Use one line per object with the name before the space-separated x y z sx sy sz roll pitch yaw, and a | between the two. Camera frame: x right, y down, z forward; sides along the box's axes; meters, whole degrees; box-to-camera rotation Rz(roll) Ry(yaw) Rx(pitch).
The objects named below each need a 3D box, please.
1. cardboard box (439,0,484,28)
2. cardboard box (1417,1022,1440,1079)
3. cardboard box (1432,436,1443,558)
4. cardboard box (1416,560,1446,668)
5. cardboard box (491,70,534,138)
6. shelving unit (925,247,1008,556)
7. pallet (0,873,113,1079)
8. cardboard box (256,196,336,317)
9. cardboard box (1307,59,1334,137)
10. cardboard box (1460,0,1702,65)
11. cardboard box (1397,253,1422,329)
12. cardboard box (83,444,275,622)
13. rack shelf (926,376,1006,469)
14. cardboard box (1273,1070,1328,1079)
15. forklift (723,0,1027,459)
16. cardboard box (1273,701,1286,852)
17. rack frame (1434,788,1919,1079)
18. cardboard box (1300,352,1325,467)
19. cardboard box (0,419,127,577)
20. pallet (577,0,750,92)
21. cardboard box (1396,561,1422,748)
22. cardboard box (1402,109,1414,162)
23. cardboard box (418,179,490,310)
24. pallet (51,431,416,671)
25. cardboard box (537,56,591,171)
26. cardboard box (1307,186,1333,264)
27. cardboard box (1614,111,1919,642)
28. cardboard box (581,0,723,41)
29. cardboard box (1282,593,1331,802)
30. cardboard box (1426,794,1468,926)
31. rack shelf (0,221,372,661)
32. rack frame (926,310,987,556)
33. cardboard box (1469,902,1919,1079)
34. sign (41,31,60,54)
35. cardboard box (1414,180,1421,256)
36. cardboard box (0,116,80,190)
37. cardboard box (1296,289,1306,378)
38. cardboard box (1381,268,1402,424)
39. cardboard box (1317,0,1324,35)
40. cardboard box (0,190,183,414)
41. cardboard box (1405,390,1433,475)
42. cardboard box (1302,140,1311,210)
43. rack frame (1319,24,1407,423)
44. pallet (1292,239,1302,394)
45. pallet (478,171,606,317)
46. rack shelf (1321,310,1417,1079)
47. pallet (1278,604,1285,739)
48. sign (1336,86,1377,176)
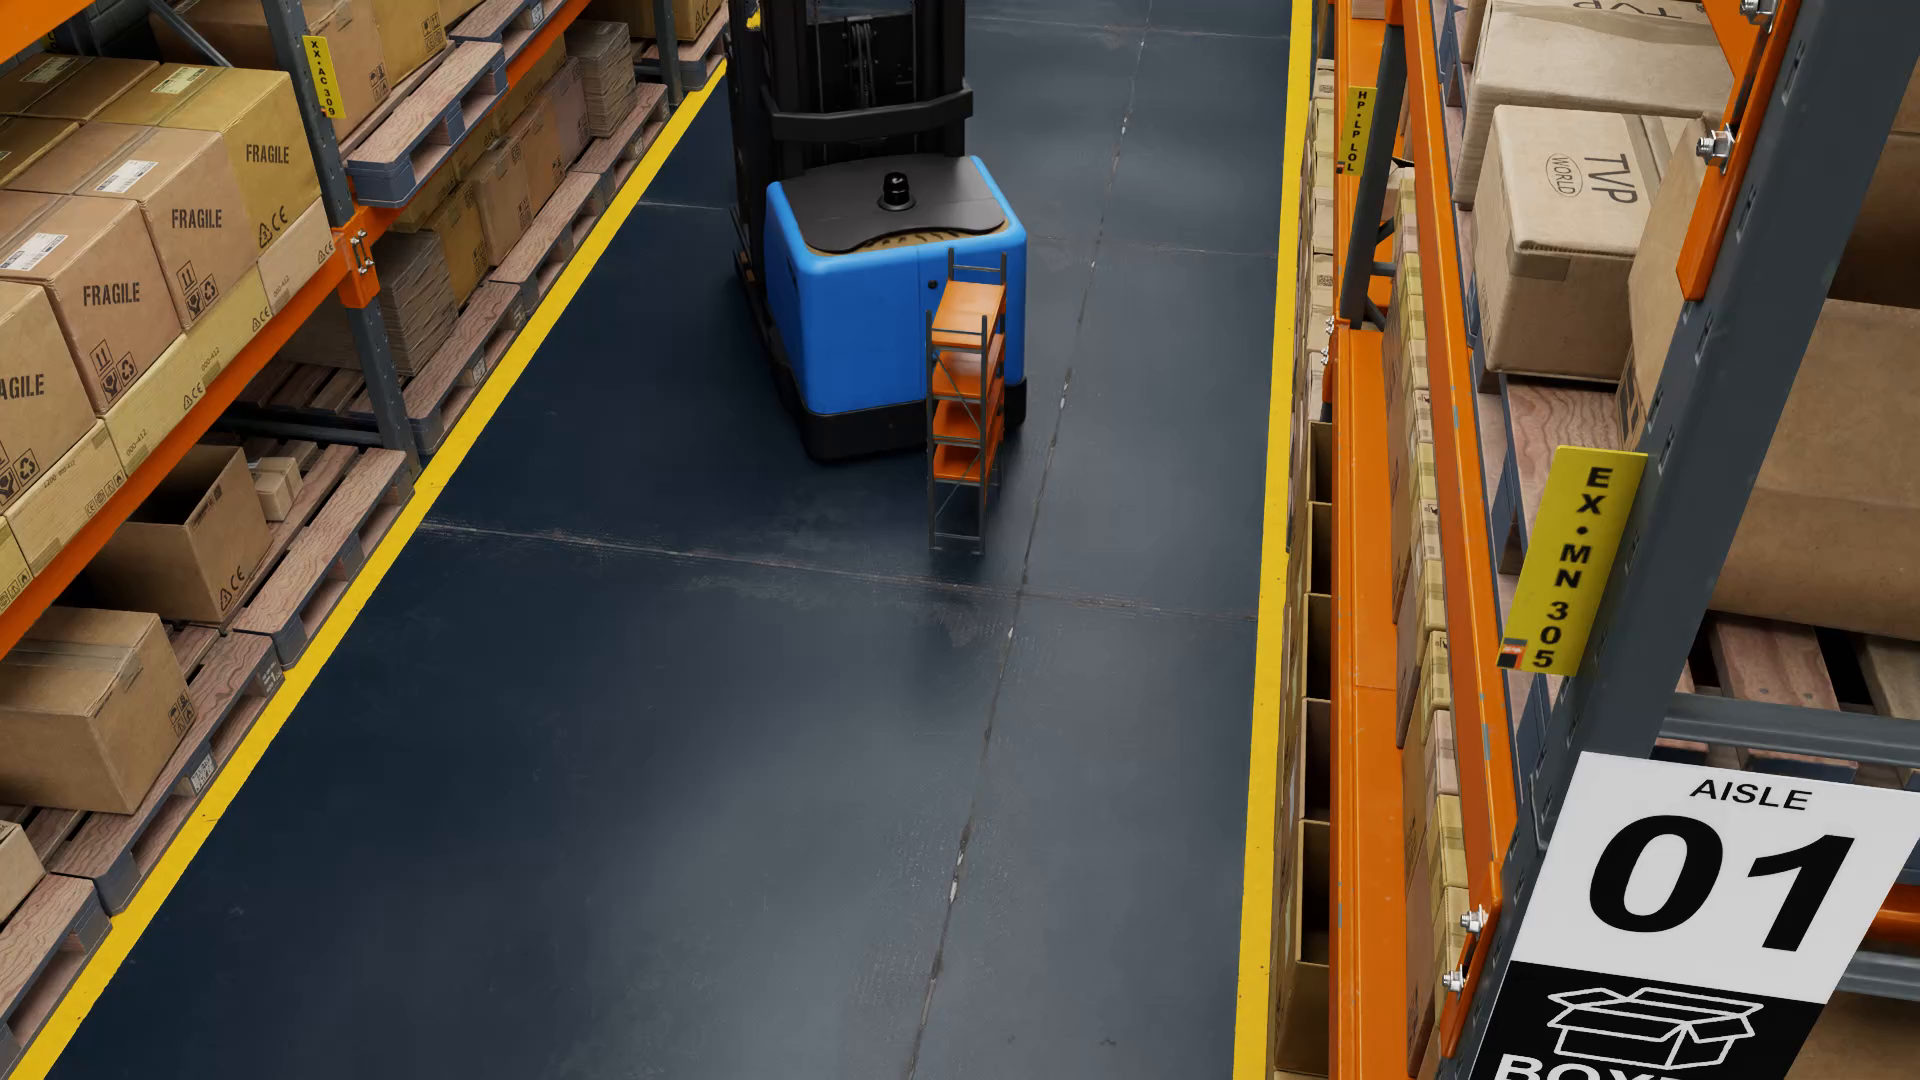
cardboard box | -2.660 -2.779 7.833 0.700 0.500 0.500 12 41 14
cardboard box | 1.313 1.236 3.323 0.700 0.500 0.500 6 40 8
cardboard box | 1.580 -0.259 4.113 0.700 0.500 0.500 6 40 8
cardboard box | 1.320 0.204 4.062 0.380 0.149 0.250 7 40 9
cardboard box | -2.594 -2.362 8.781 0.500 0.250 0.500 6 40 7
shelving unit | 0.029 -0.566 6.993 0.258 1.200 0.503 6 40 8
pallet | -3.472 1.543 5.218 1.003 0.211 1.213 6 40 8
cardboard box | -2.752 -1.108 6.338 0.500 0.250 0.500 6 40 8
cardboard box | 2.224 -2.477 9.280 0.500 0.311 0.500 8 40 9
cardboard box | 1.502 -1.336 3.638 0.797 0.503 0.637 11 41 13
cardboard box | 1.588 -0.766 5.235 0.380 0.149 0.250 5 40 7
cardboard box | -3.108 -0.039 6.559 0.500 0.500 0.500 4 40 4
rack shelf | 0.029 -0.514 7.036 0.258 0.148 0.480 6 40 8
cardboard box | 1.096 1.779 4.572 0.500 0.250 0.500 6 40 8
forklift | -0.580 -2.447 7.909 1.130 2.935 3.031 -10 41 -12
cardboard box | 1.349 0.837 5.711 0.500 0.250 0.500 6 40 8
rack frame | 1.219 1.566 3.002 1.000 3.000 0.127 6 40 8
cardboard box | 1.699 -0.549 6.948 0.500 0.311 0.500 6 40 8
cardboard box | -3.004 -0.163 5.195 0.500 0.250 0.500 7 40 8
pallet | -2.065 -3.410 11.209 1.003 0.211 1.213 6 40 8
cardboard box | 1.578 0.264 4.498 0.700 0.500 0.500 8 40 9
cardboard box | 2.151 -1.794 6.987 0.500 0.500 0.500 9 40 11
cardboard box | -2.817 -1.488 8.312 0.700 0.500 0.500 6 40 7
pallet | -3.050 0.012 7.070 1.003 0.211 1.213 6 40 8
cardboard box | -2.553 -2.437 9.460 0.700 0.500 0.500 6 40 8
cardboard box | 1.962 -1.504 8.103 0.500 0.311 0.500 6 40 7
cardboard box | 1.323 -0.206 2.271 0.797 0.503 0.637 9 40 11
cardboard box | -2.020 -3.779 10.824 0.750 0.750 0.750 6 40 7
cardboard box | 1.350 0.548 5.472 0.500 0.500 0.500 6 40 8
cardboard box | 1.186 0.692 3.472 0.380 0.149 0.250 6 40 7
rack shelf | -3.314 0.044 5.407 1.077 0.370 4.000 6 40 8
rack frame | -0.014 -0.413 6.808 0.240 1.200 0.015 6 40 8
cardboard box | 1.322 0.703 2.950 0.700 0.500 0.500 7 40 8
sign | -3.516 -1.994 6.398 0.100 0.325 0.005 6 40 8
cardboard box | 1.841 -1.204 5.255 0.700 0.500 0.500 7 40 8
cardboard box | -3.349 -1.131 5.778 0.500 0.500 0.500 6 40 7
cardboard box | 1.875 -0.977 7.906 0.500 0.250 0.500 7 40 9
cardboard box | 1.841 -0.704 5.669 0.700 0.500 0.500 5 40 7
cardboard box | 2.624 -3.599 10.865 0.500 0.500 0.500 5 40 6
cardboard box | -2.924 -0.768 5.338 0.500 0.500 0.500 5 40 6
cardboard box | 1.455 -0.277 4.643 0.380 0.149 0.250 5 40 6
cardboard box | 2.138 -1.945 9.077 0.500 0.250 0.500 5 40 6
rack frame | 1.911 -0.944 6.038 1.000 3.000 0.127 6 40 8
pallet | 2.209 -1.104 8.420 1.003 0.211 1.213 6 40 8
pallet | -2.626 -1.670 9.105 1.003 0.211 1.213 6 40 8
rack shelf | 1.565 0.588 4.749 1.077 0.370 4.000 6 40 8
pallet | 1.732 0.625 6.329 1.003 0.211 1.213 6 40 8
sign | 1.375 -1.414 5.760 0.100 0.325 0.005 6 40 8
